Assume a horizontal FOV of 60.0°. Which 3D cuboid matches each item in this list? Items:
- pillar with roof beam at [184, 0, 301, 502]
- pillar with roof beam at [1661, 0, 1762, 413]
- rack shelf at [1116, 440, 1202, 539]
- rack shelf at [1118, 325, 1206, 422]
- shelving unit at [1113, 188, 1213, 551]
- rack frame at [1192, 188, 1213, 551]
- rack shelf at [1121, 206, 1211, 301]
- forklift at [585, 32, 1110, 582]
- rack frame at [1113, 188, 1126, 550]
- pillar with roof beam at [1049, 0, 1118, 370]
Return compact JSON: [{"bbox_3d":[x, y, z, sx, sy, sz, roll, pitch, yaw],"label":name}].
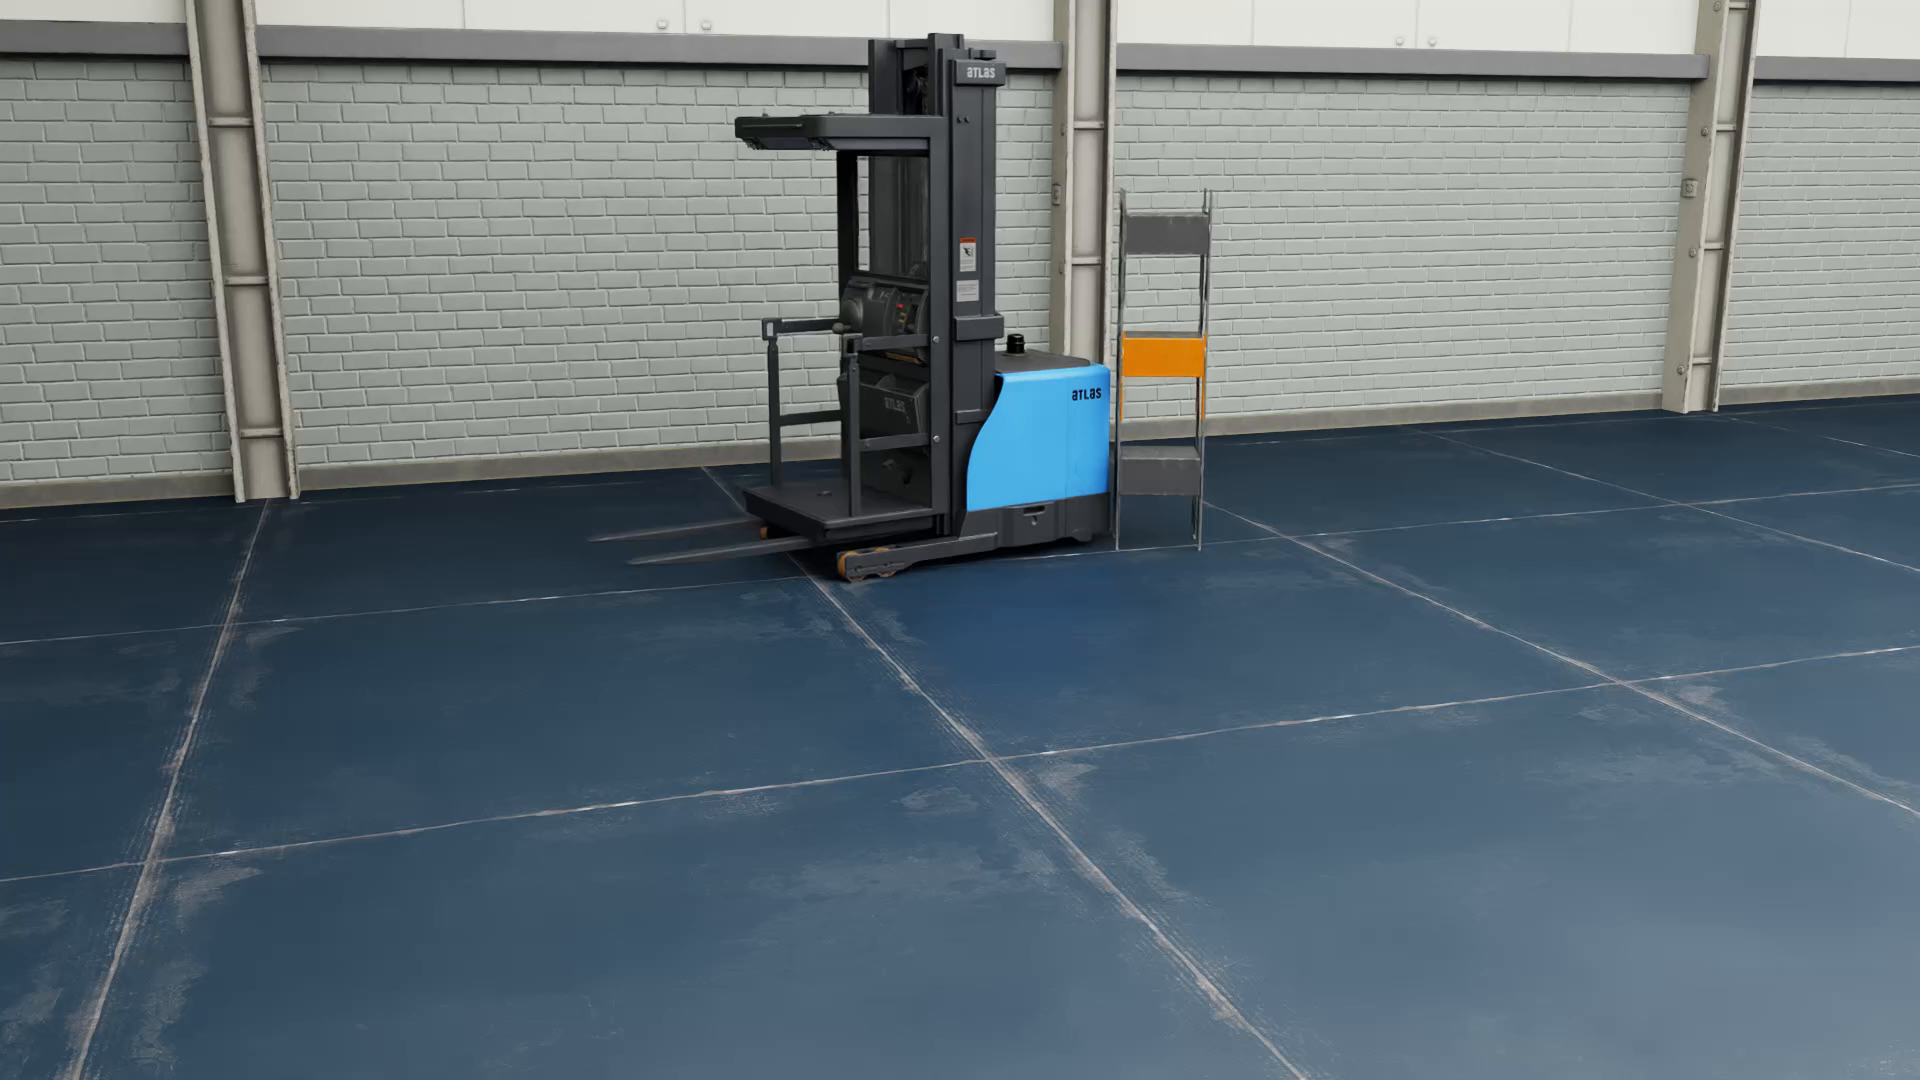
[{"bbox_3d":[-3.371,-3.735,6.399,0.400,9.000,9.100,-4,14,-18],"label":"pillar with roof beam"},{"bbox_3d":[8.002,-4.621,10.123,0.400,9.000,9.100,-4,14,-18],"label":"pillar with roof beam"},{"bbox_3d":[1.185,-0.309,9.987,0.480,0.518,0.431,1,13,3],"label":"rack shelf"},{"bbox_3d":[1.185,-0.990,9.825,0.480,0.518,0.431,1,13,3],"label":"rack shelf"},{"bbox_3d":[1.185,-1.003,9.822,0.503,2.100,0.431,1,13,3],"label":"shelving unit"},{"bbox_3d":[1.429,-1.000,9.811,0.015,2.100,0.400,1,13,3],"label":"rack frame"},{"bbox_3d":[1.185,-1.671,9.663,0.480,0.518,0.431,1,13,3],"label":"rack shelf"},{"bbox_3d":[-0.614,-1.333,9.415,3.031,2.935,1.130,-8,16,-31],"label":"forklift"},{"bbox_3d":[0.942,-1.006,9.833,0.015,2.100,0.400,1,13,3],"label":"rack frame"},{"bbox_3d":[2.316,-4.178,8.261,0.400,9.000,9.100,-4,14,-18],"label":"pillar with roof beam"}]
